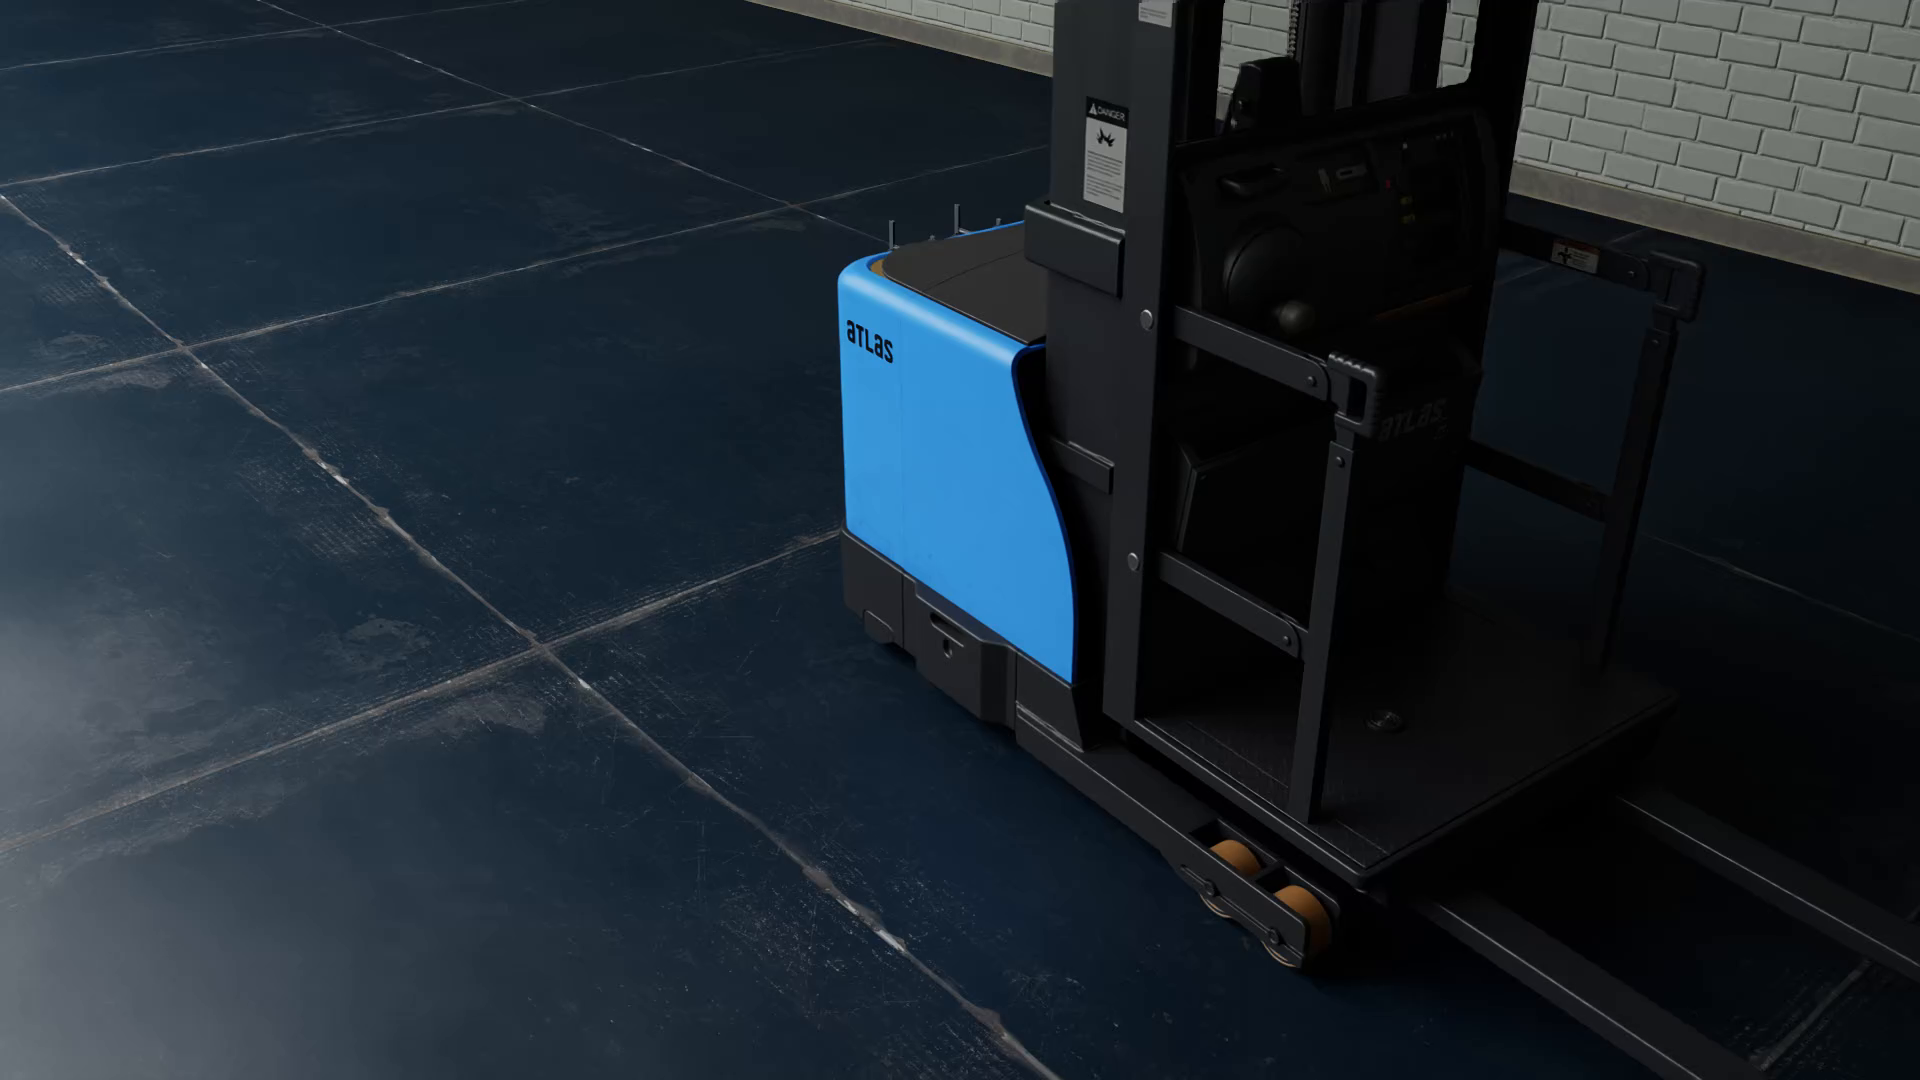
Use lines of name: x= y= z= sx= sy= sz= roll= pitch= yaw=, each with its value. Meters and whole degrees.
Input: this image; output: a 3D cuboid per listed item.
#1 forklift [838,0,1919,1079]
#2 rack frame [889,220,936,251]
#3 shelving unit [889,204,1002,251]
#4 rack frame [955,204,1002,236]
forklift: x=0.945 y=-0.647 z=3.351 sx=1.130 sy=2.935 sz=3.031 roll=-19 pitch=34 yaw=-32
rack frame: x=-0.134 y=-0.409 z=4.902 sx=0.008 sy=1.050 sz=0.200 roll=-22 pitch=35 yaw=-35
shelving unit: x=-0.041 y=-0.447 z=4.972 sx=0.252 sy=1.050 sz=0.215 roll=-22 pitch=35 yaw=-35
rack frame: x=0.052 y=-0.484 z=5.042 sx=0.008 sy=1.050 sz=0.200 roll=-22 pitch=35 yaw=-35
